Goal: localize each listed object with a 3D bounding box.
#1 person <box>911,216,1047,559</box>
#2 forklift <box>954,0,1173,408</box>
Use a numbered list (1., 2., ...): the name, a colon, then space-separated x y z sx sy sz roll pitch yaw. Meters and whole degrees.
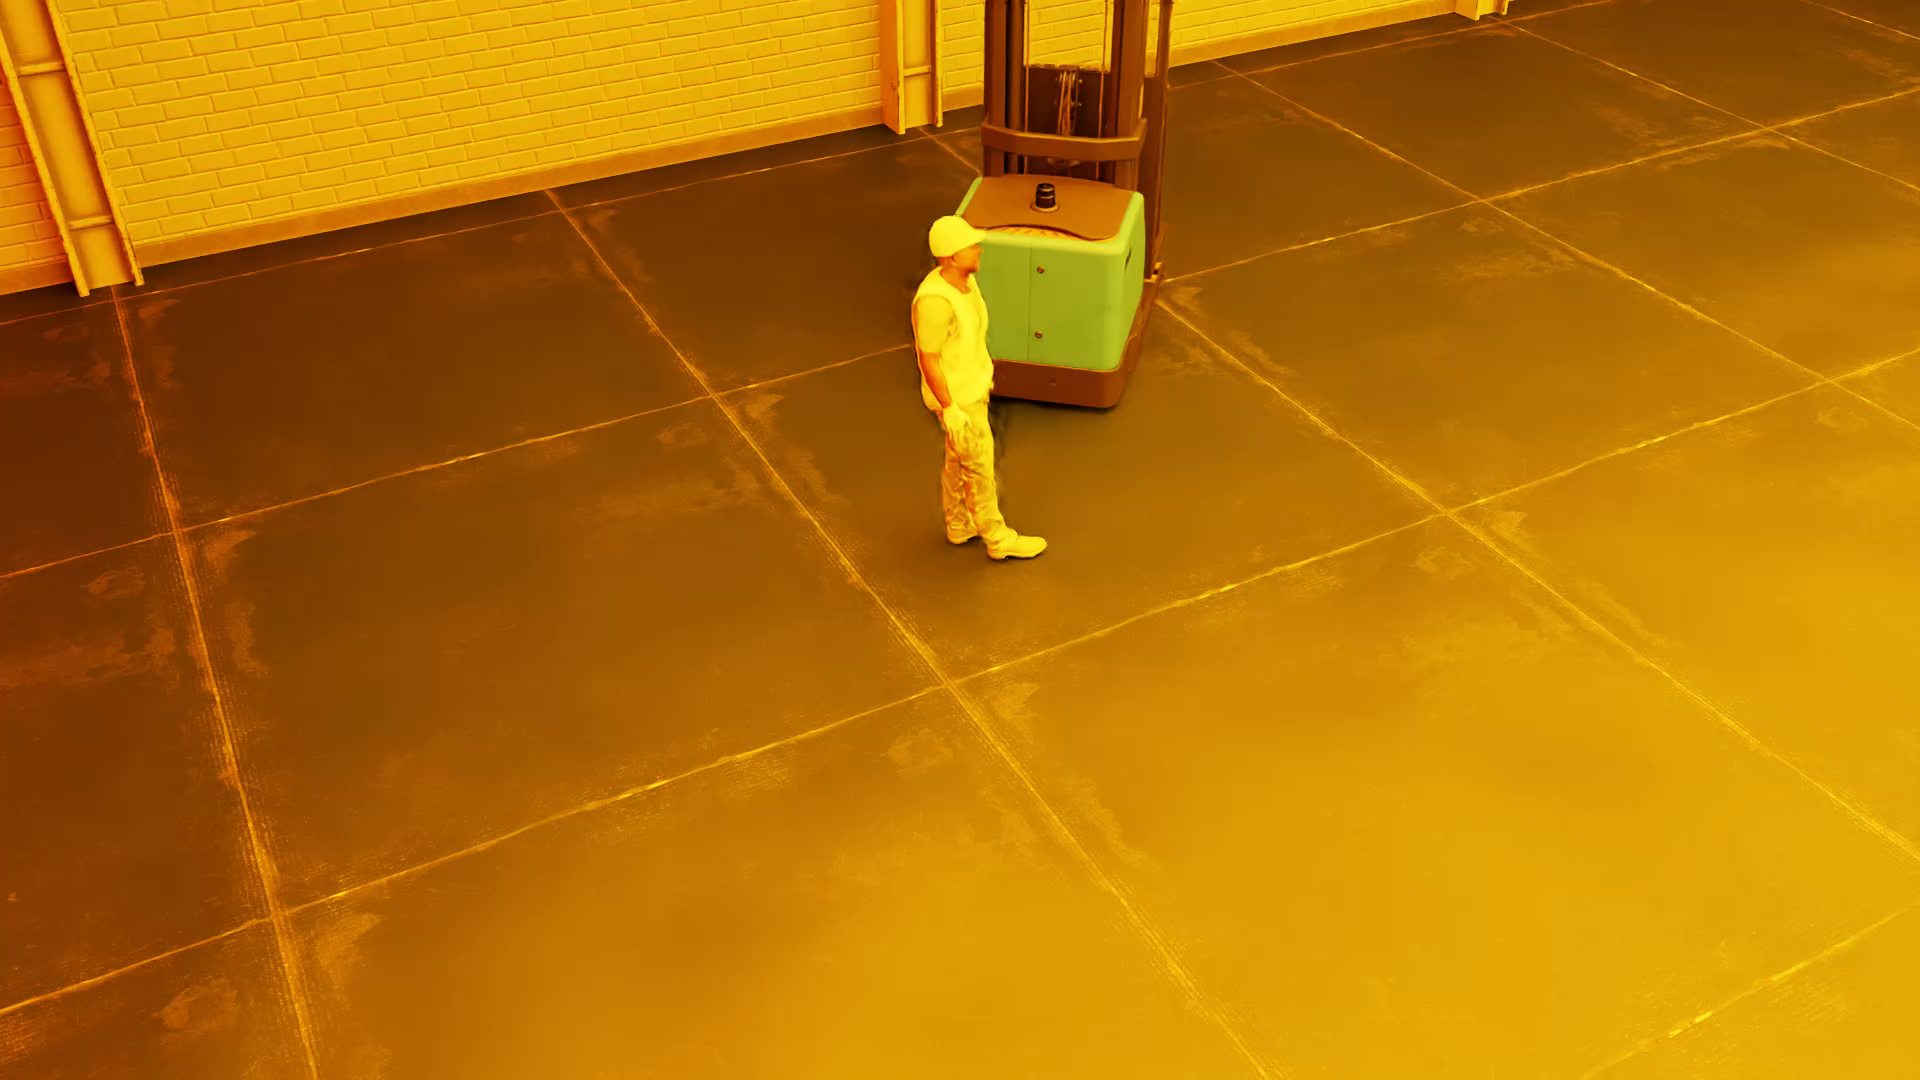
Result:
1. person: 0.120 -0.711 8.115 0.670 1.782 0.651 8 36 11
2. forklift: 0.740 -2.809 10.097 1.130 2.935 3.031 8 36 11
